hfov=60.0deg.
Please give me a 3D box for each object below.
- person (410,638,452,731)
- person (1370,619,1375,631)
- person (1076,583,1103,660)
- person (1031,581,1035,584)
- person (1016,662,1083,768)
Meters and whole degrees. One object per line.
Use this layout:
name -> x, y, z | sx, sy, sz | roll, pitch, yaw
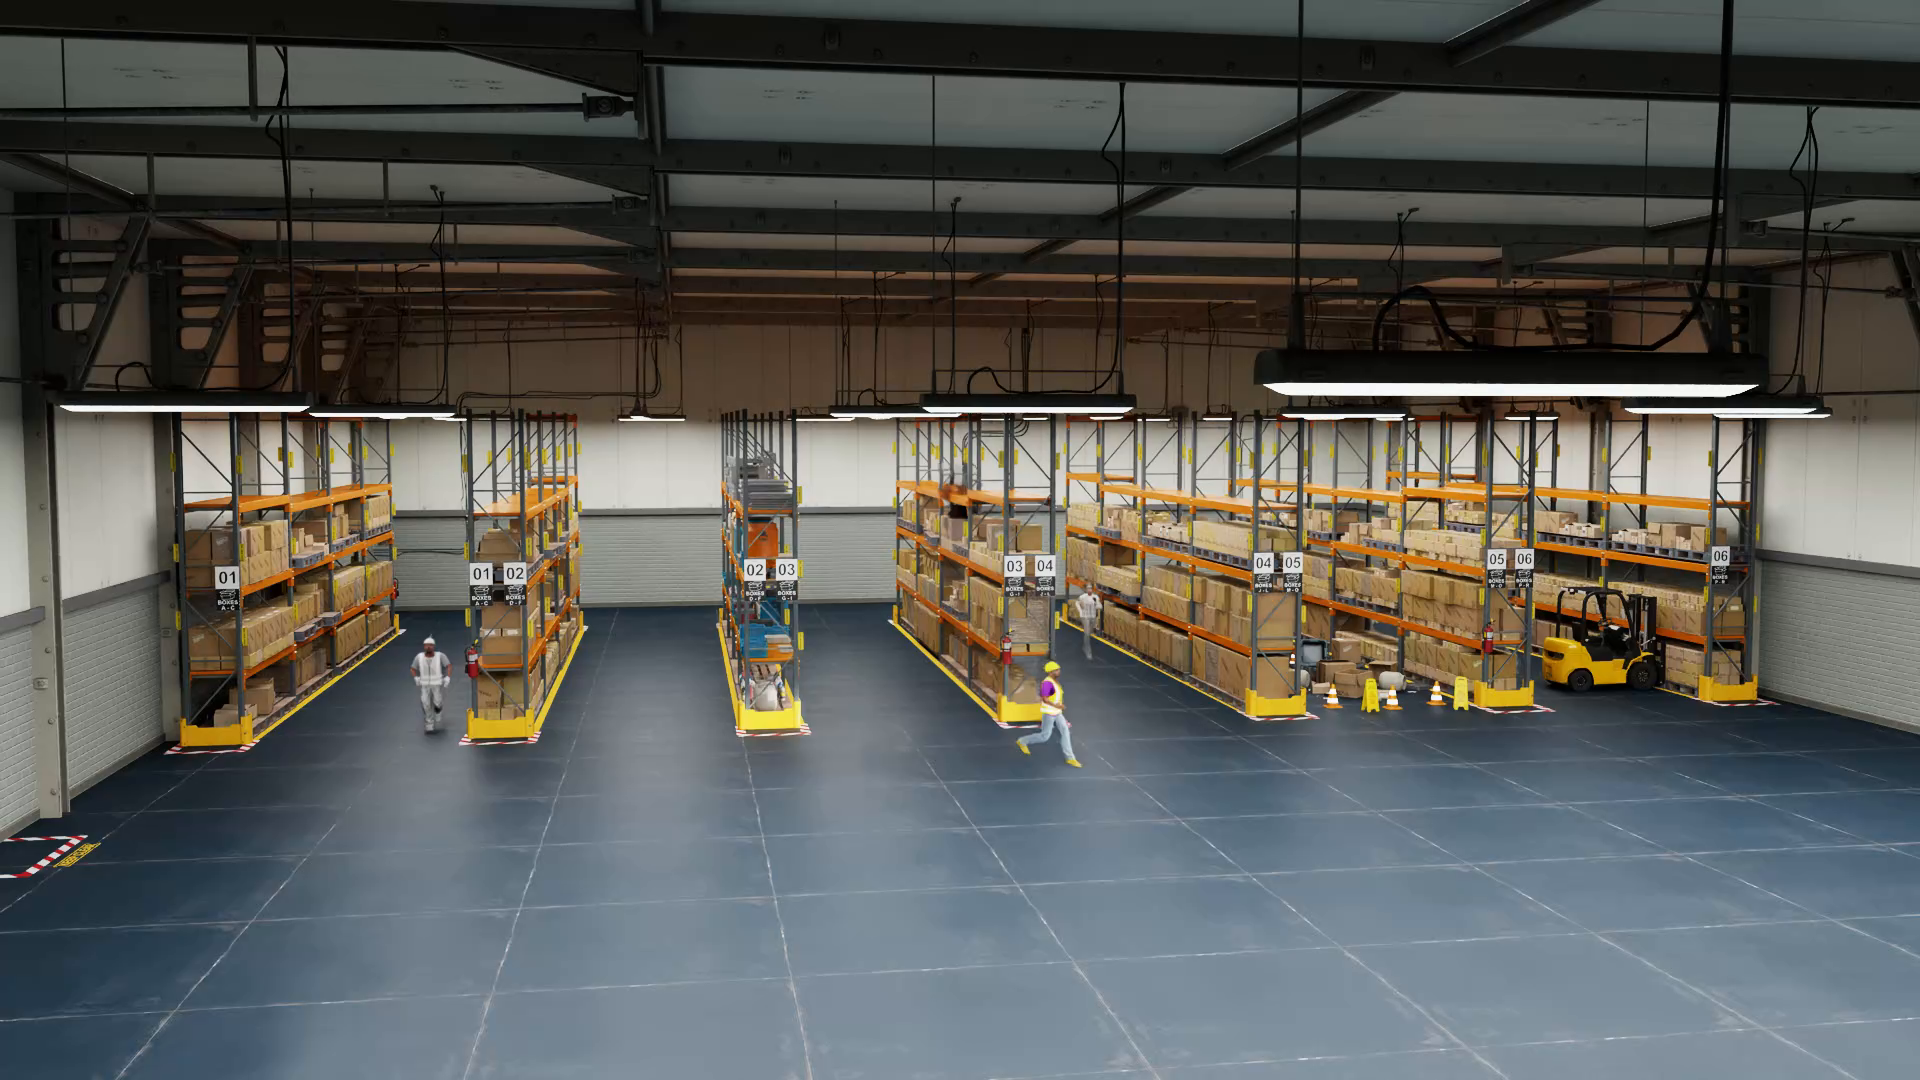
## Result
person -> -9.873, 2.689, 31.038 | 0.734, 1.739, 0.630 | -1, 4, -14
person -> 11.126, 1.742, 44.890 | 0.712, 1.729, 0.652 | -1, 4, -11
person -> 3.048, 1.879, 39.014 | 0.584, 1.773, 0.731 | -1, 4, -13
person -> 2.029, 1.744, 44.434 | 0.665, 1.706, 0.991 | -1, 4, -15
person -> 1.498, 2.917, 27.826 | 1.139, 1.763, 0.666 | 2, 4, 24
